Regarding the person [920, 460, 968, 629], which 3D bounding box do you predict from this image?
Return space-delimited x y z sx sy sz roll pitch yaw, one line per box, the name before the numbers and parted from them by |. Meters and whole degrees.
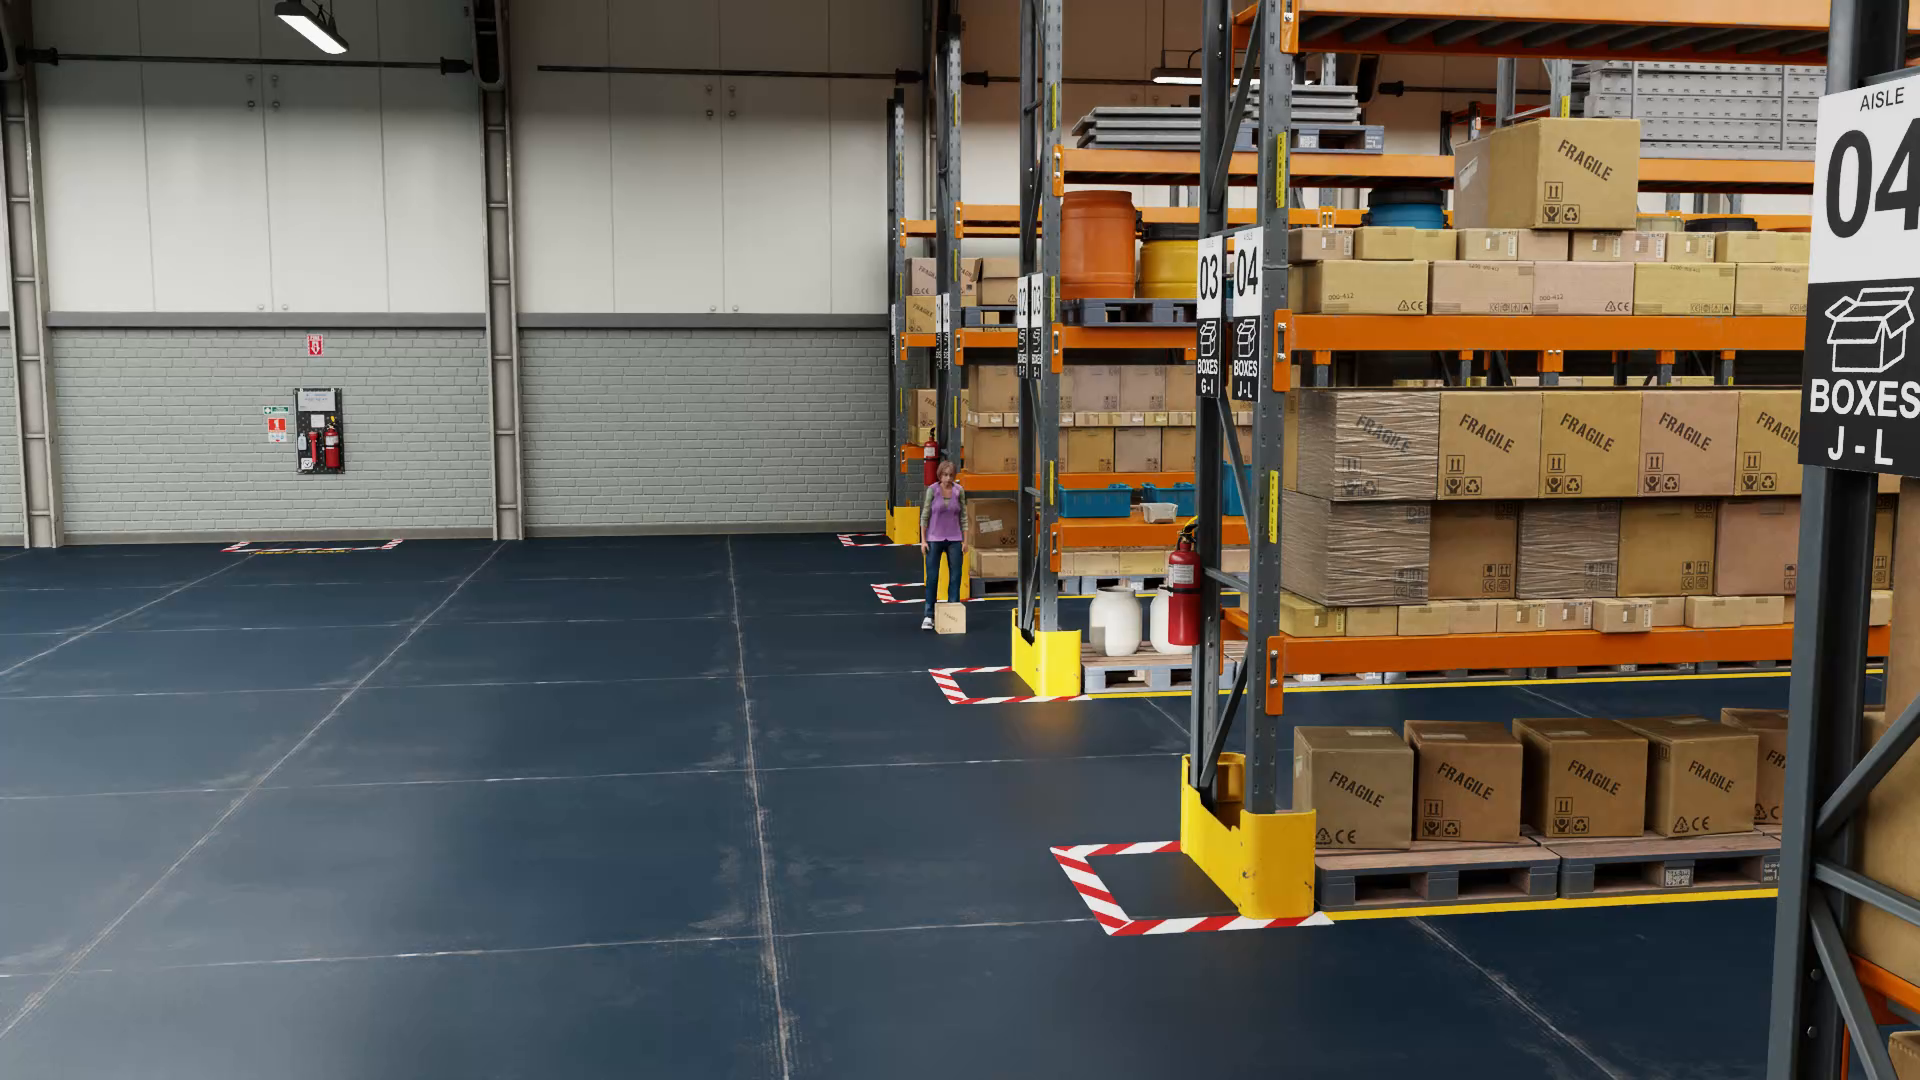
person | -0.145 0.036 15.725 0.459 1.593 0.347 -1 7 -9
